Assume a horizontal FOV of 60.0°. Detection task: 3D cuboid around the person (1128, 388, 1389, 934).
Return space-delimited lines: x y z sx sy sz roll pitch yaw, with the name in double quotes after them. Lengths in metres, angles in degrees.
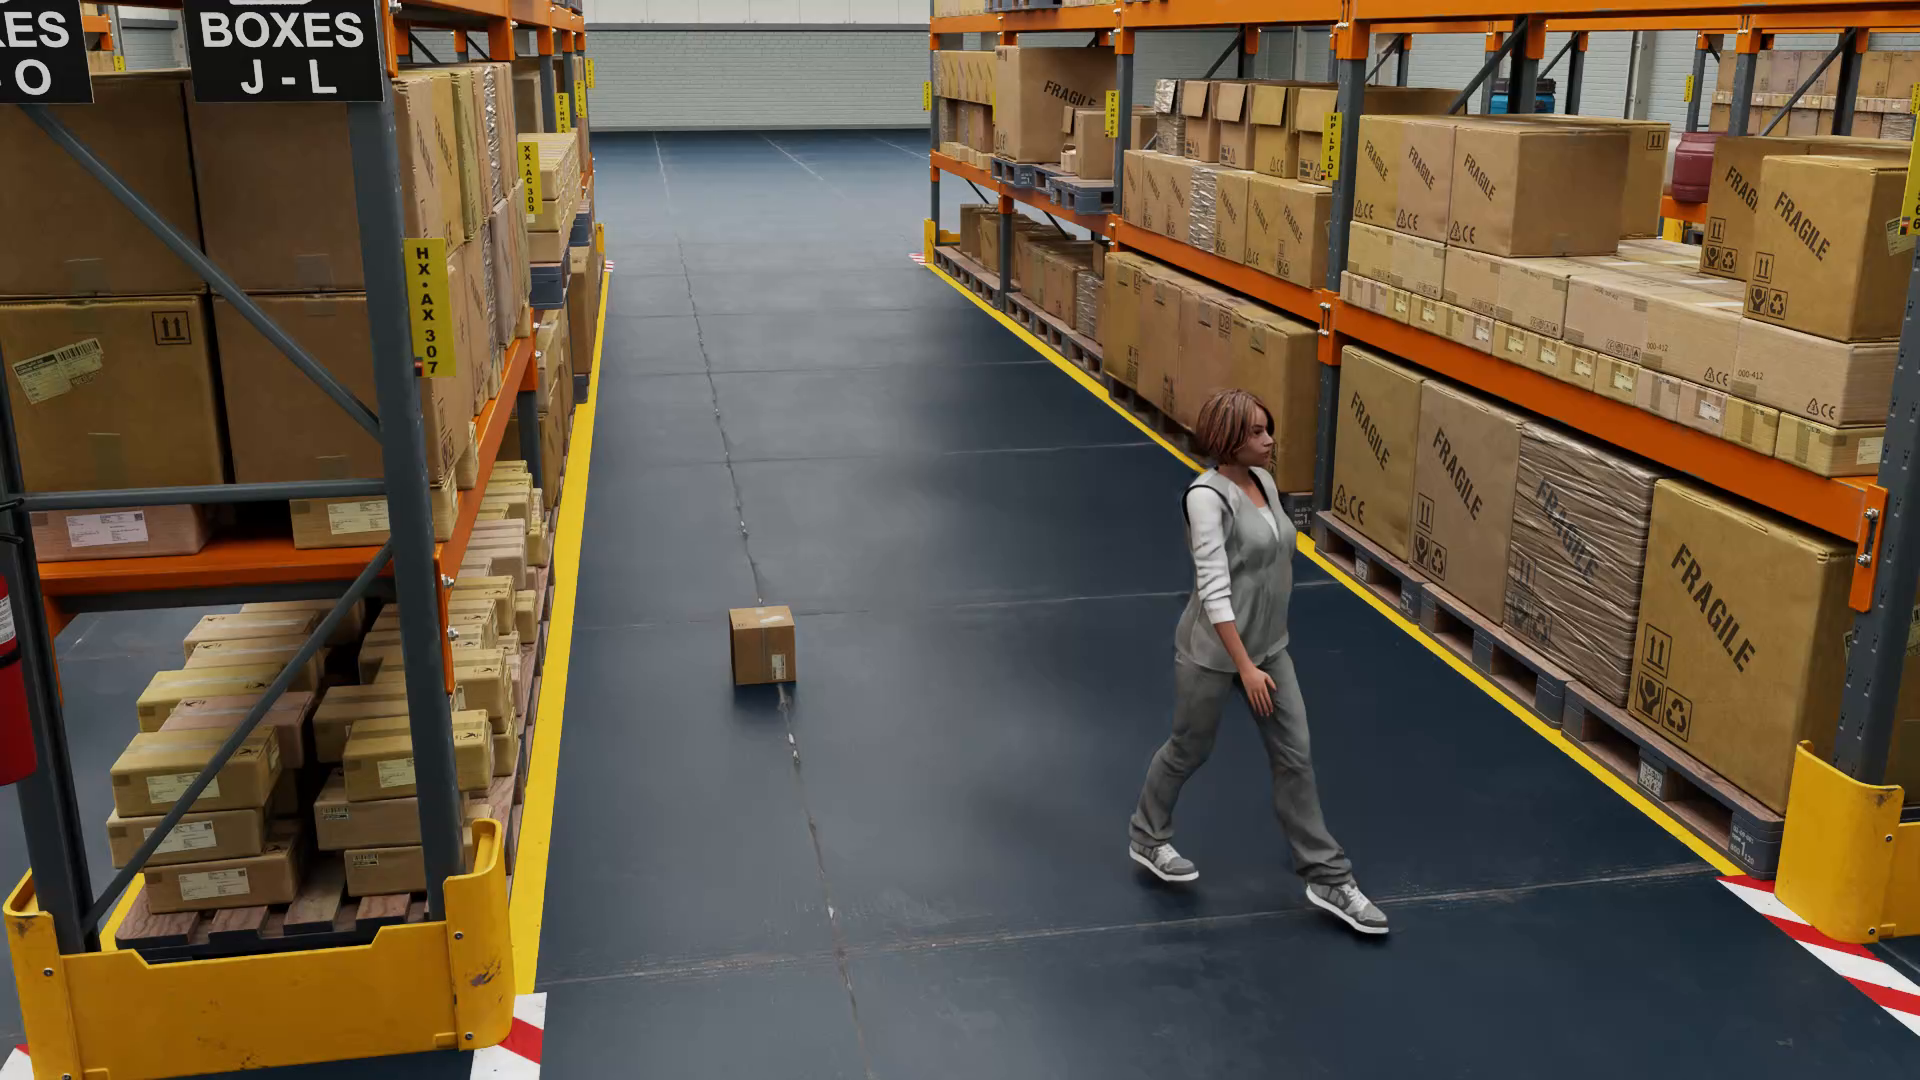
0.865 0.347 4.857 0.424 1.567 0.850 -16 23 -42 "person"
